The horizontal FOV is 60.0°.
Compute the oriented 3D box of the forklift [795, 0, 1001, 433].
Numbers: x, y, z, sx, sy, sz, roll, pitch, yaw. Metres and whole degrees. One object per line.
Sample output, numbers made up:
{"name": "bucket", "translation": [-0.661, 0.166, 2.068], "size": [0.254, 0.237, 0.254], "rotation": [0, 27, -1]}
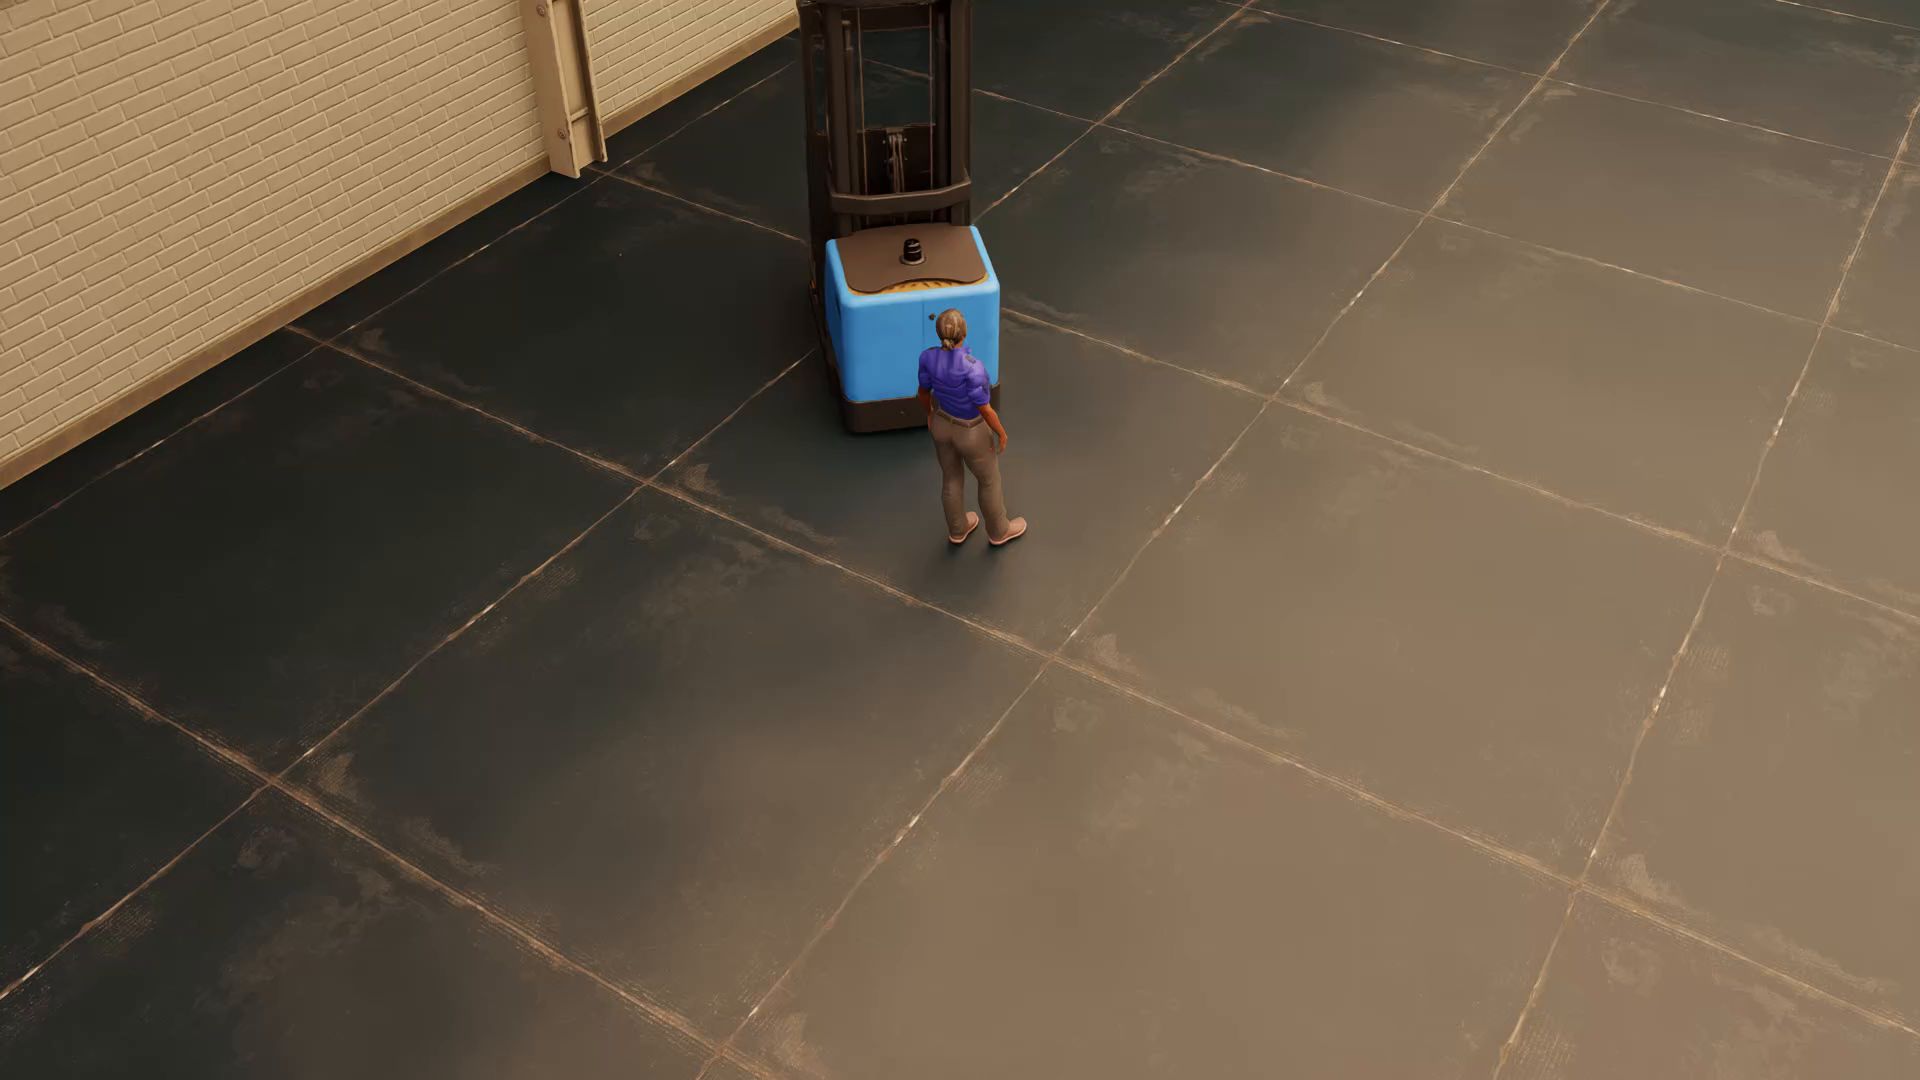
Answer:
{"name": "forklift", "translation": [-0.516, -2.784, 11.252], "size": [1.130, 2.935, 3.031], "rotation": [-7, 41, -8]}

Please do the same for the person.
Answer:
{"name": "person", "translation": [0.064, -0.678, 9.743], "size": [0.569, 1.656, 0.503], "rotation": [22, 45, 24]}
